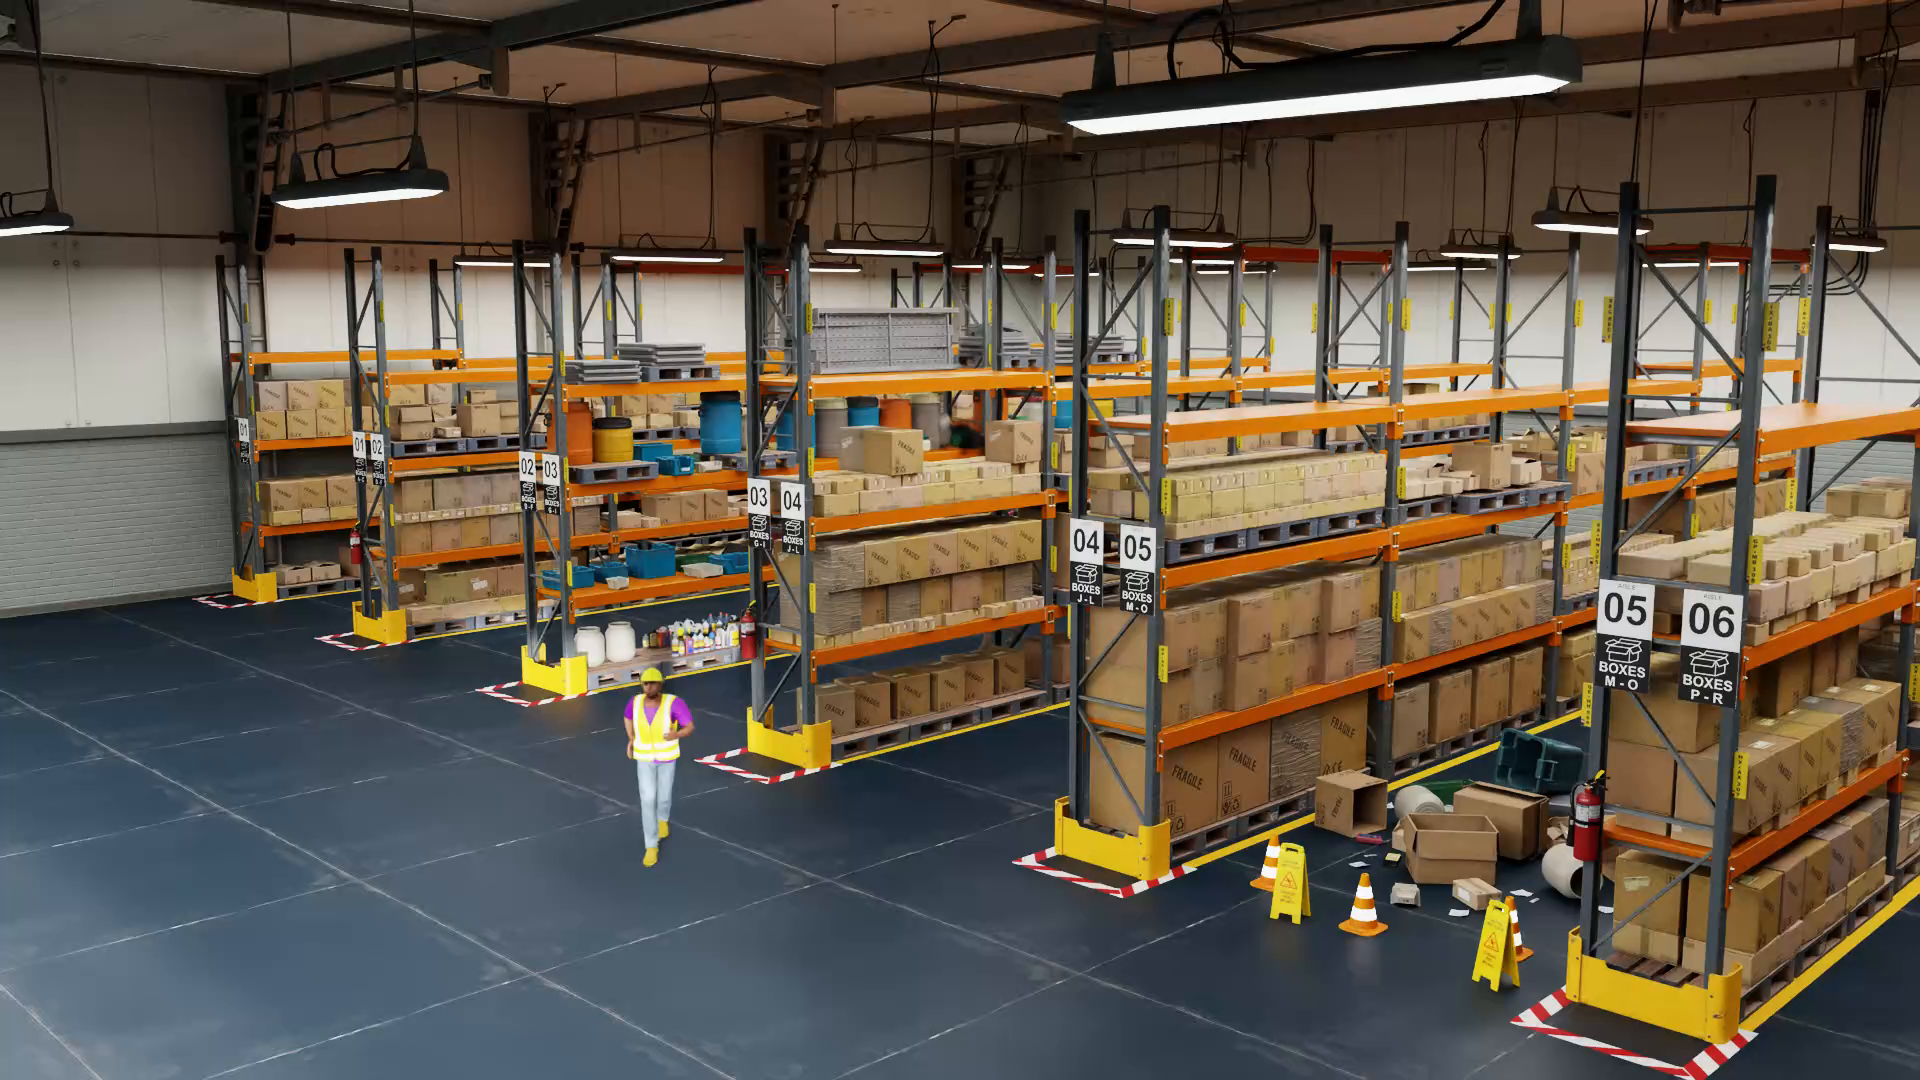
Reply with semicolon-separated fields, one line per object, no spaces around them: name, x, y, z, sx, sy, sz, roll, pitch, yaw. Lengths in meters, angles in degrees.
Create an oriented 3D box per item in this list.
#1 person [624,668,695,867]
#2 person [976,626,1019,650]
person;-2.841;2.075;15.702;0.677;1.790;0.912;-1;8;-5
person;0.550;0.705;23.673;0.564;1.781;0.728;8;11;43
